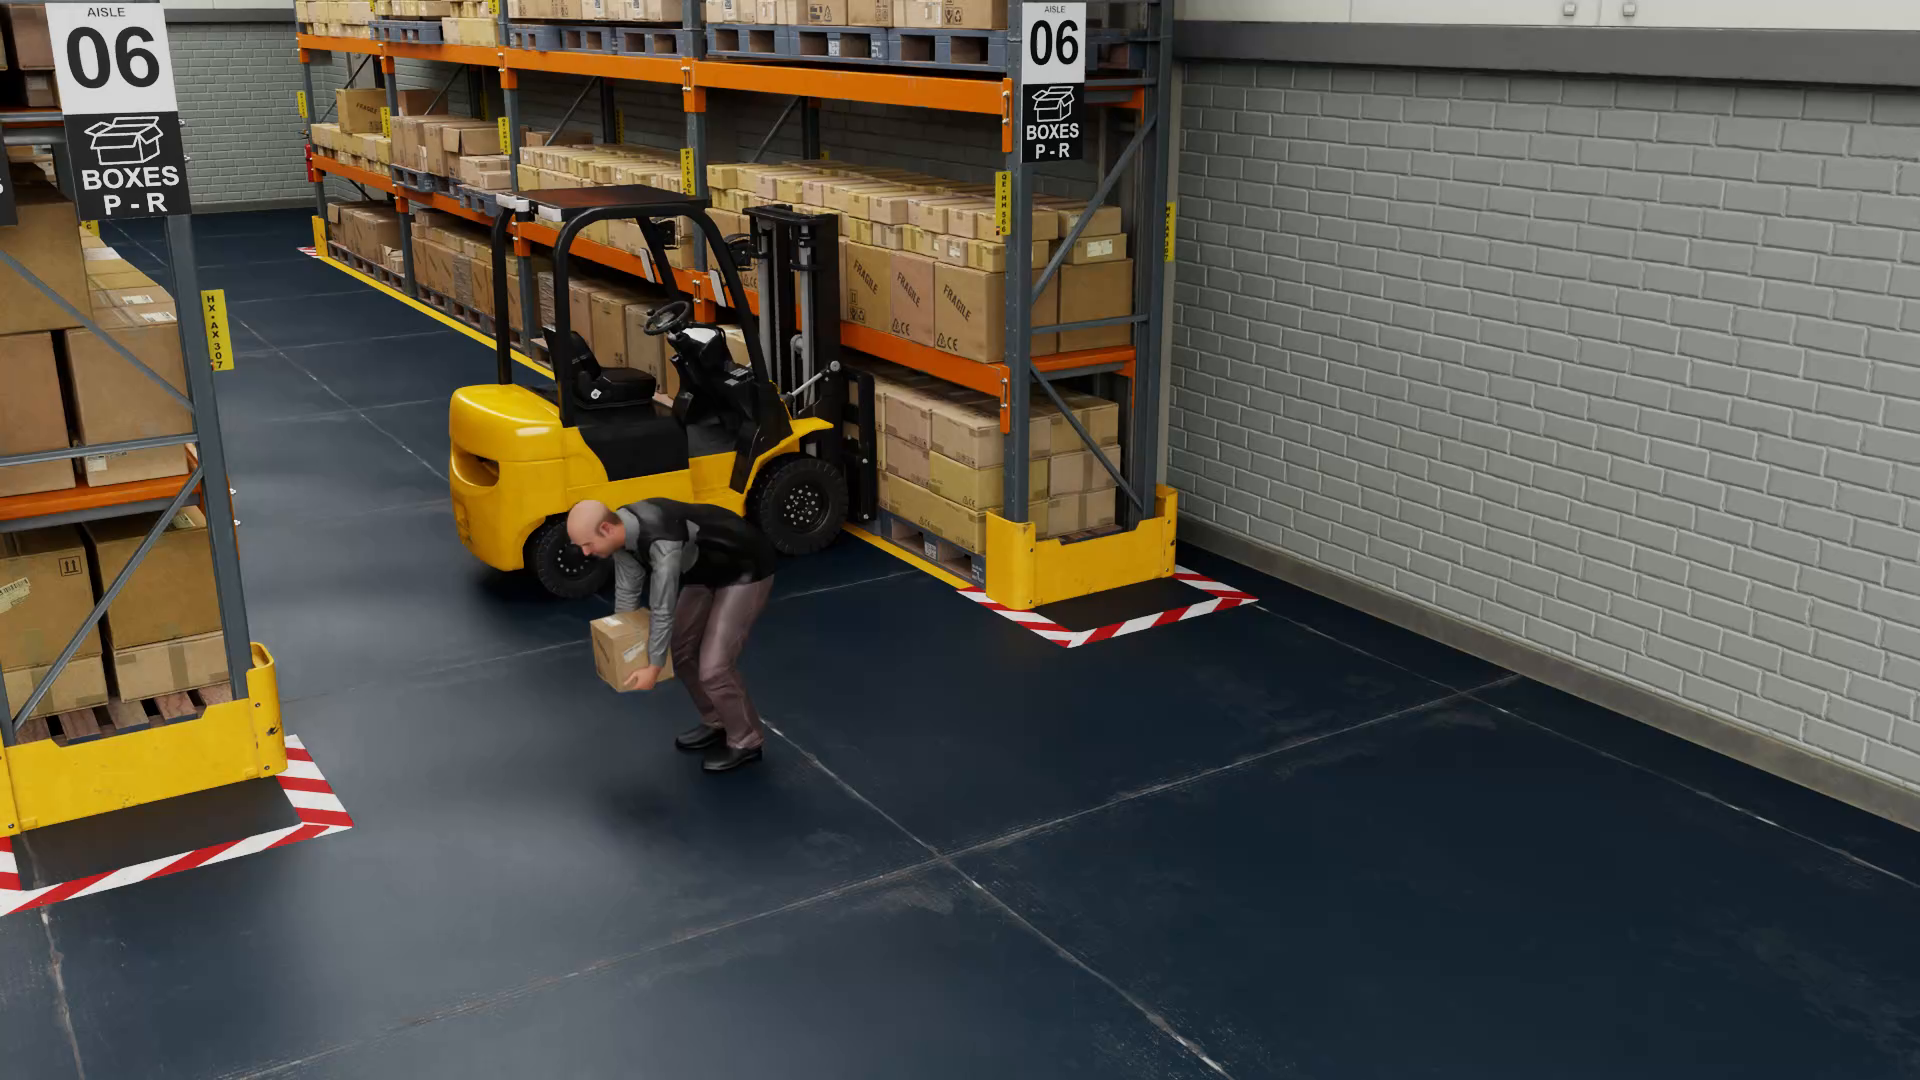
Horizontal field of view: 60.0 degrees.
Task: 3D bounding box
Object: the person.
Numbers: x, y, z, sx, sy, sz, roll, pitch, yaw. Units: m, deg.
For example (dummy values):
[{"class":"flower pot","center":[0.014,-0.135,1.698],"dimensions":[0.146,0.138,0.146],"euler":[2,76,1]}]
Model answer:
[{"class":"person","center":[-1.221,0.381,7.147],"dimensions":[0.908,1.276,0.475],"euler":[-12,22,-33]}]
